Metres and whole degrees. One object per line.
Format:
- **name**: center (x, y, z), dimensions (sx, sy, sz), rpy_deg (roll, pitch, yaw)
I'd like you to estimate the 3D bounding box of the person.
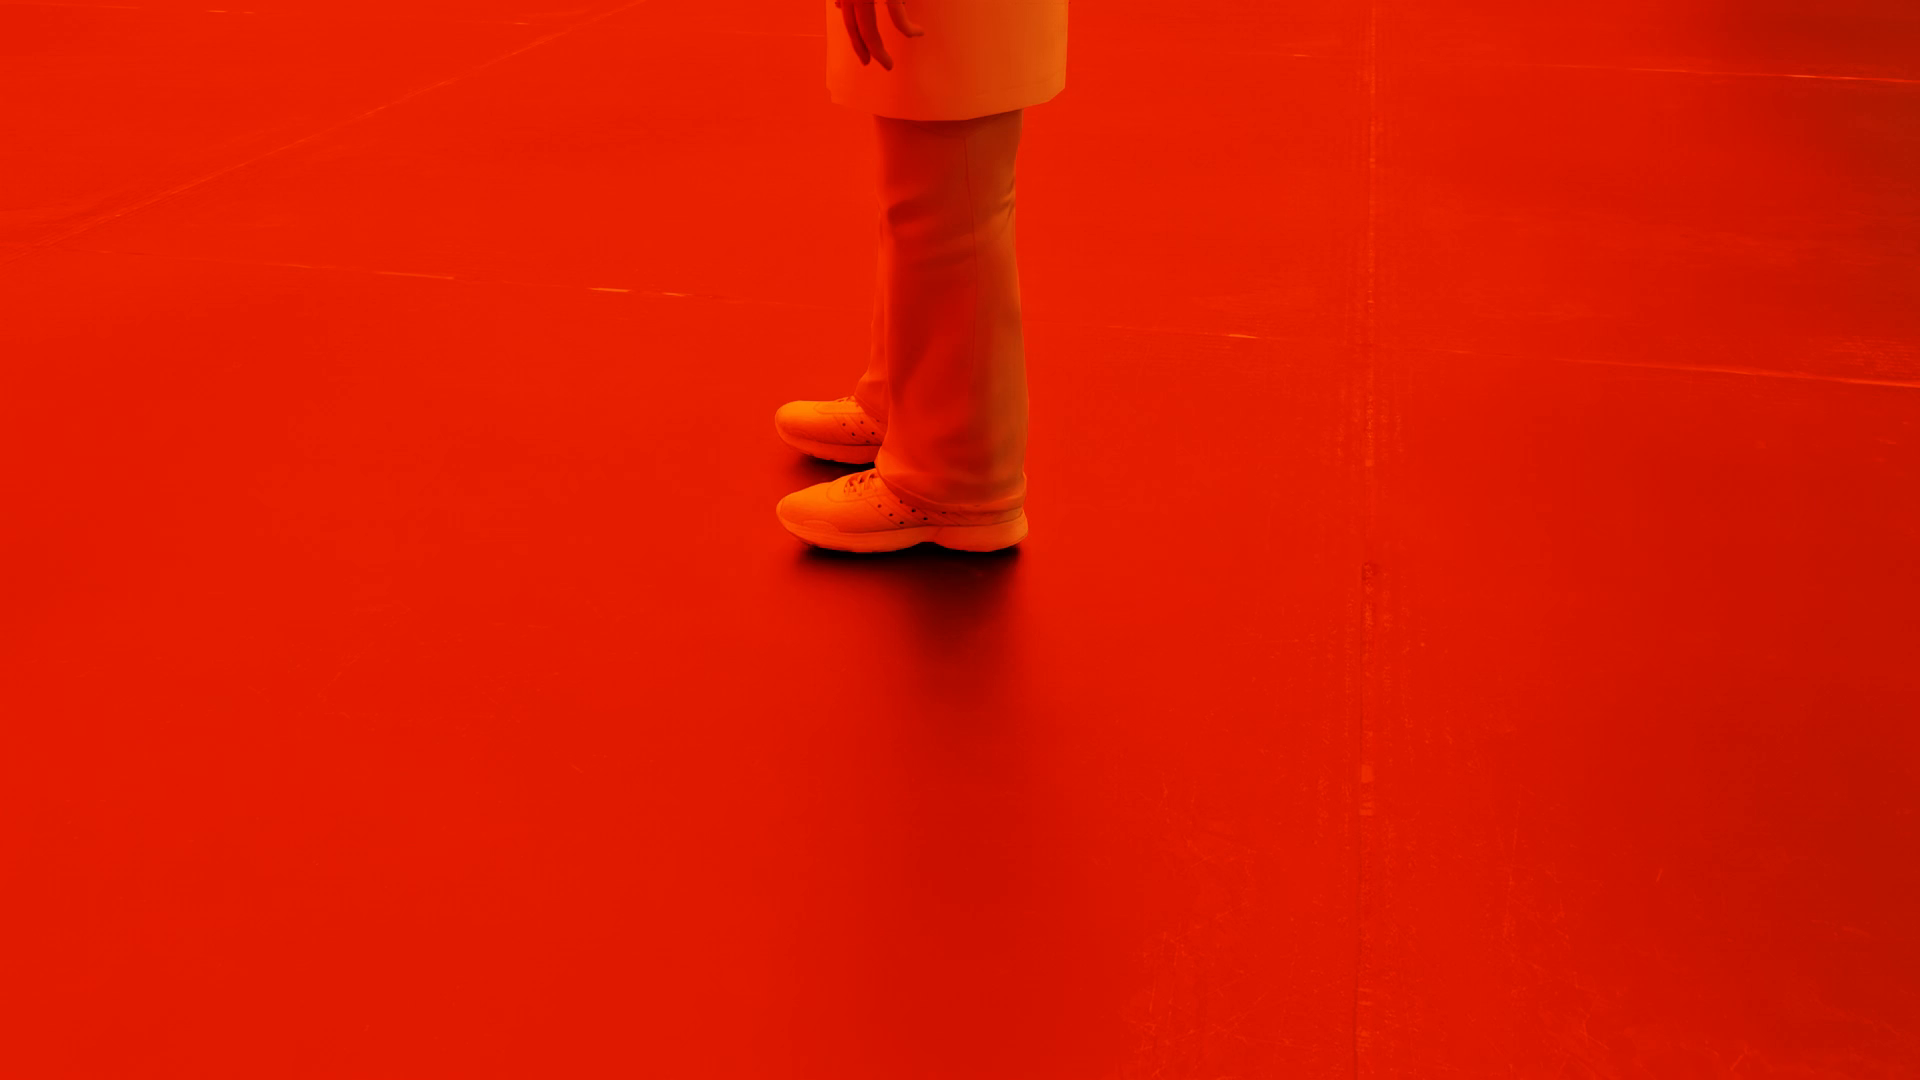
- **person**: center (-0.089, -0.811, 2.118), dimensions (0.578, 1.777, 0.696), rpy_deg (6, 27, 11)
